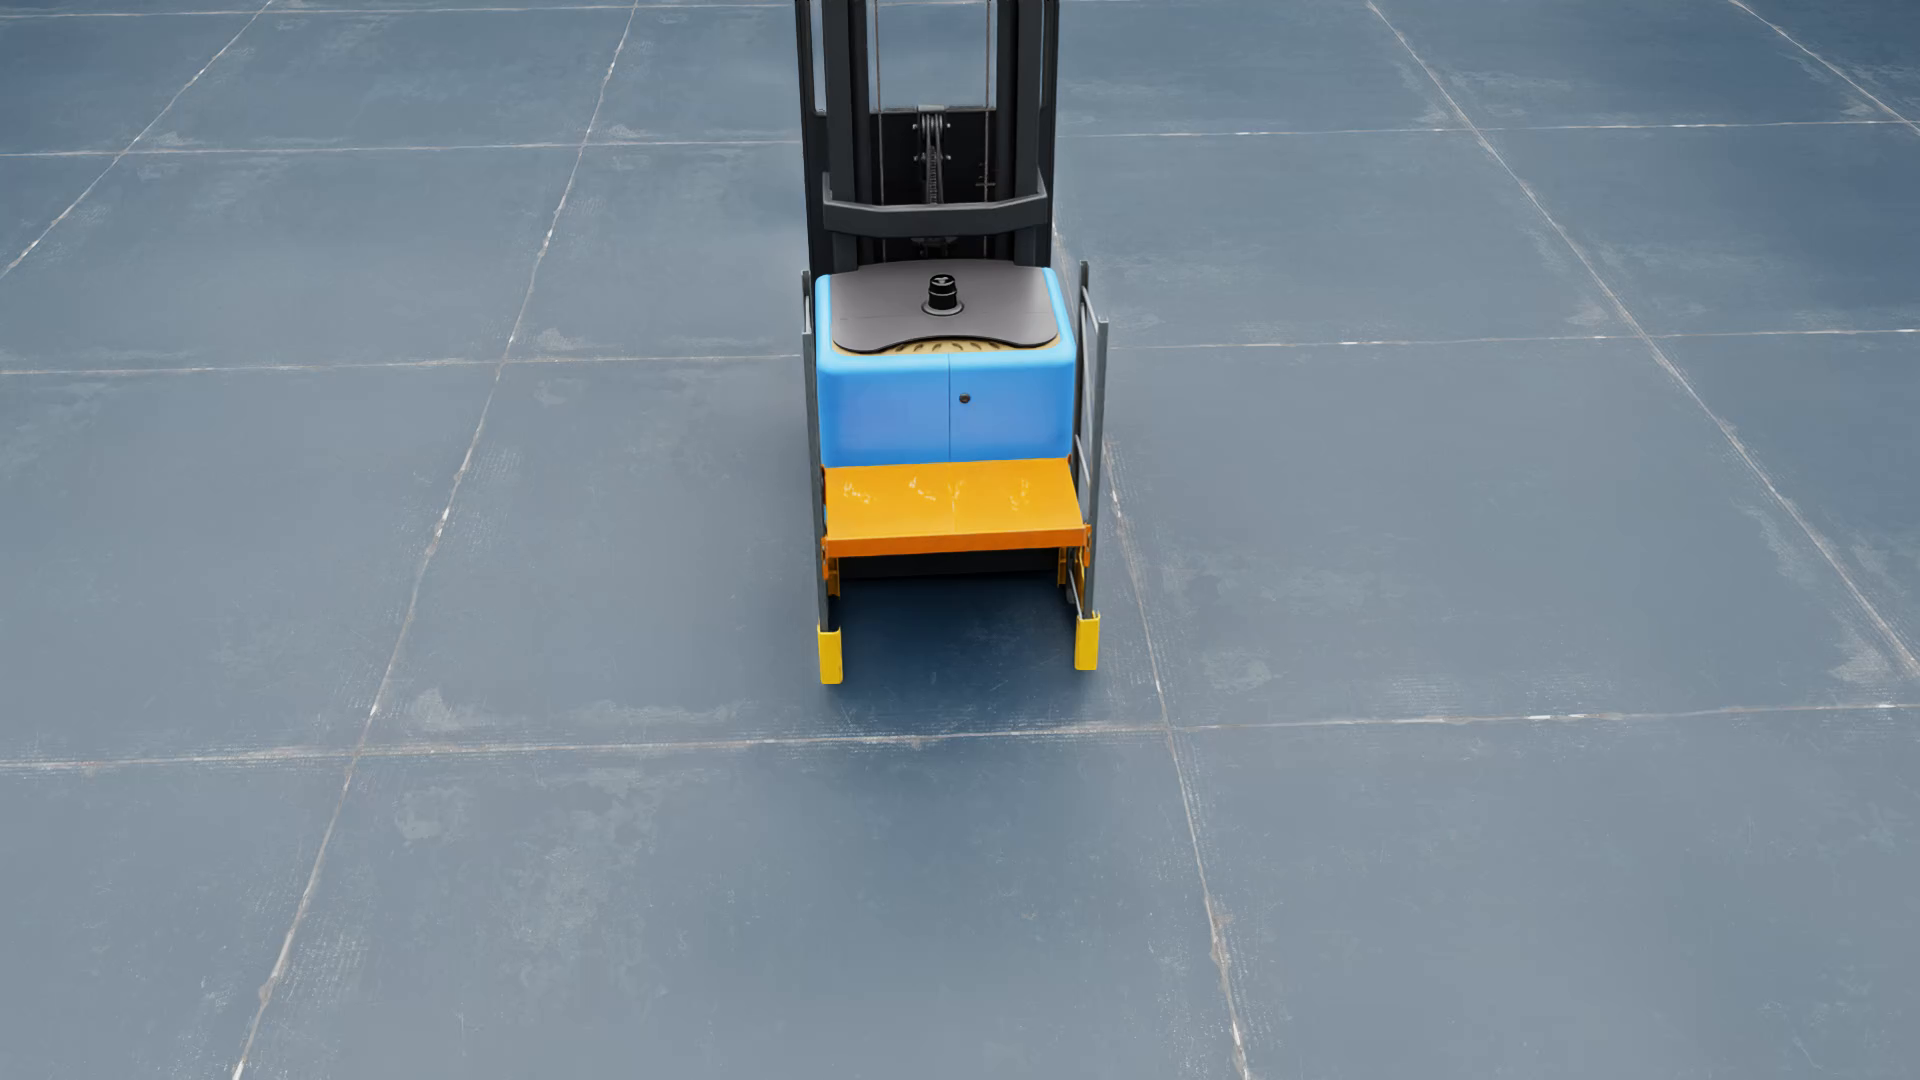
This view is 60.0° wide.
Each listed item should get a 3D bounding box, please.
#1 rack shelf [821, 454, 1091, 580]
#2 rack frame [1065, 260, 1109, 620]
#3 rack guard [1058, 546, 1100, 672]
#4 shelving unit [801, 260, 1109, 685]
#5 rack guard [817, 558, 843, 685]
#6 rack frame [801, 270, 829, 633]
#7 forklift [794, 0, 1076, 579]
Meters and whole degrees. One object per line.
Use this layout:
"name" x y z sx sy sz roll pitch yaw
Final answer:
"rack shelf" -0.032 -0.097 6.389 1.000 0.185 0.538 -3 35 -4
"rack frame" 0.474 -0.269 6.320 0.032 1.500 0.500 -3 35 -4
"rack guard" 0.473 0.245 6.676 0.087 0.250 0.587 -3 35 -4
"shelving unit" -0.023 -0.246 6.287 1.083 1.500 0.587 -3 35 -4
"rack guard" -0.520 0.291 6.609 0.087 0.250 0.587 -3 35 -4
"rack frame" -0.539 -0.222 6.252 0.032 1.500 0.500 -3 35 -4
"forklift" -0.154 -1.862 7.365 1.130 2.935 3.031 -3 35 -4
